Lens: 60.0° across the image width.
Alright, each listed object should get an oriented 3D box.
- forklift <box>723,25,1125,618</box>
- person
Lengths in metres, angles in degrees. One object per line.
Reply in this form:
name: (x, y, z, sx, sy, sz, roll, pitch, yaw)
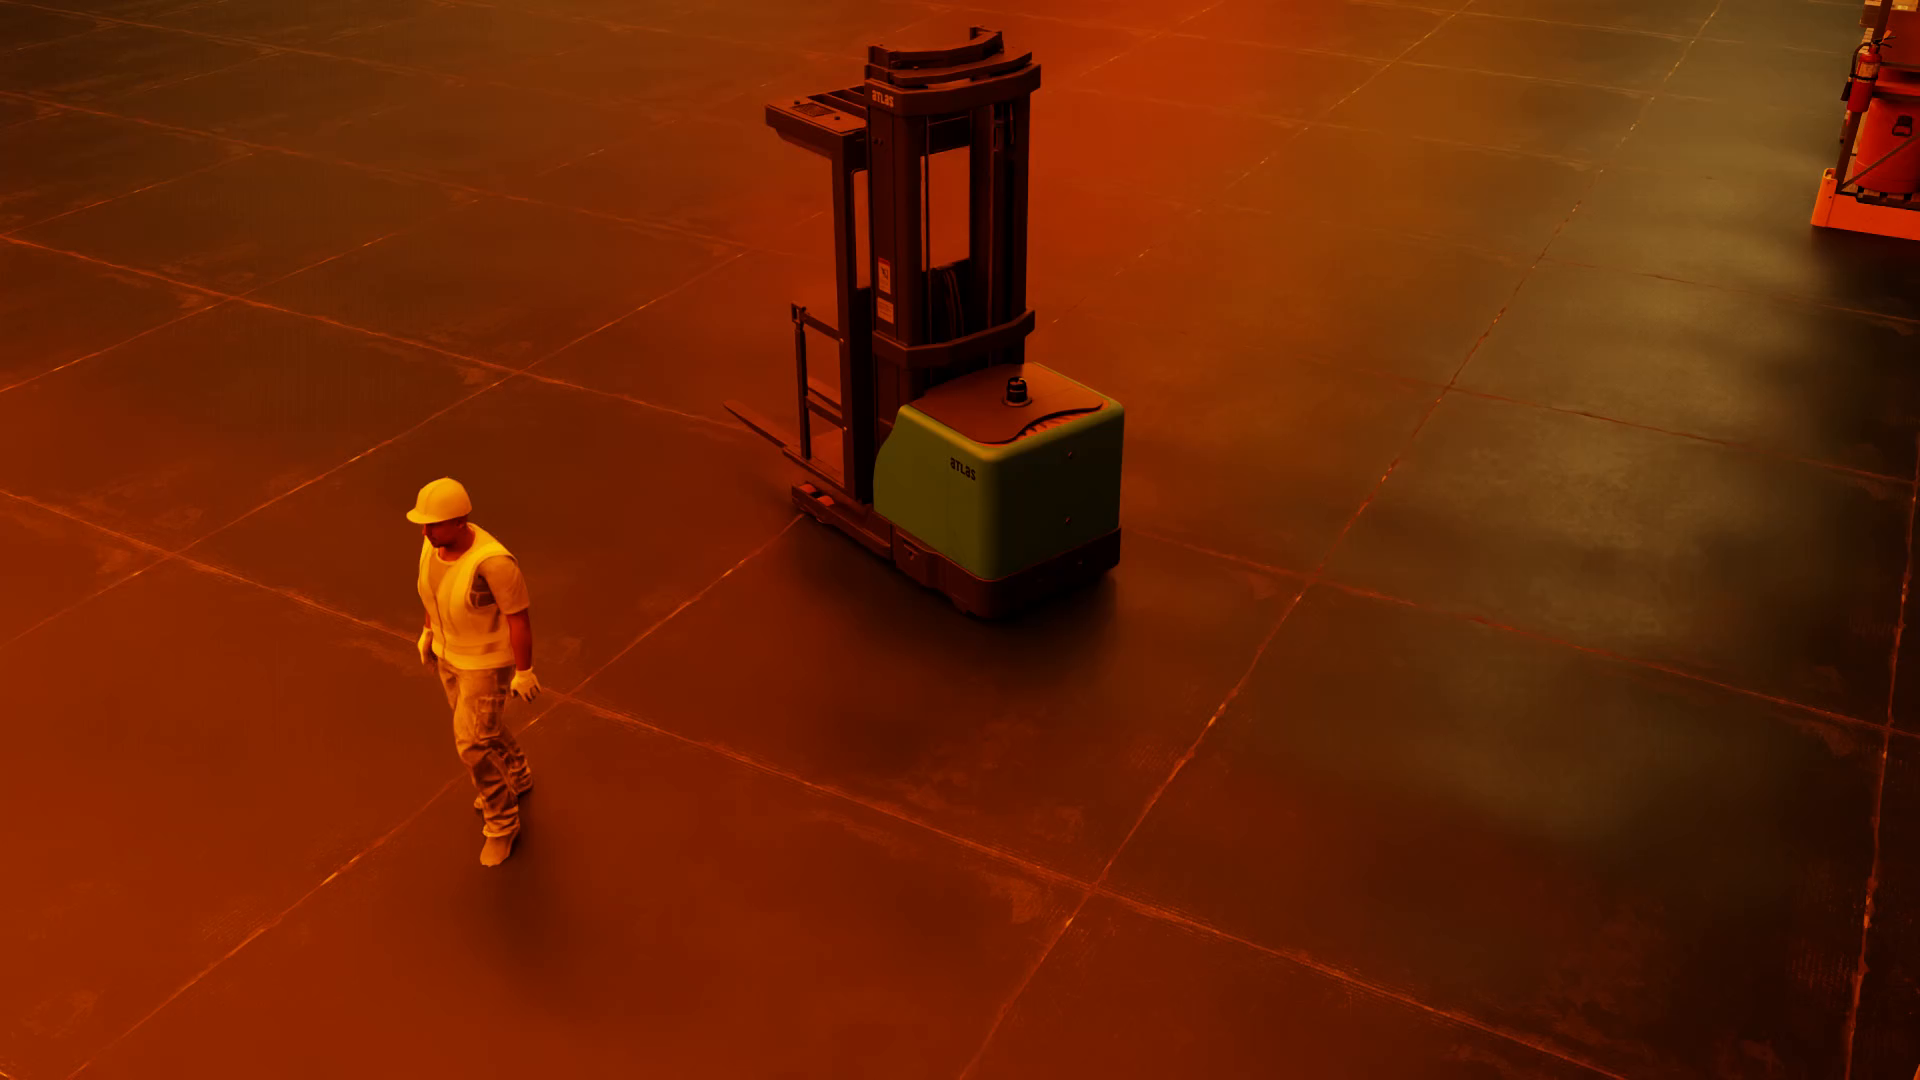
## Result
forklift: (-0.386, -1.511, 9.688, 1.130, 2.935, 3.031, -22, 36, -33)
person: (-2.174, 0.553, 7.343, 0.655, 1.823, 0.530, 24, 38, 36)
